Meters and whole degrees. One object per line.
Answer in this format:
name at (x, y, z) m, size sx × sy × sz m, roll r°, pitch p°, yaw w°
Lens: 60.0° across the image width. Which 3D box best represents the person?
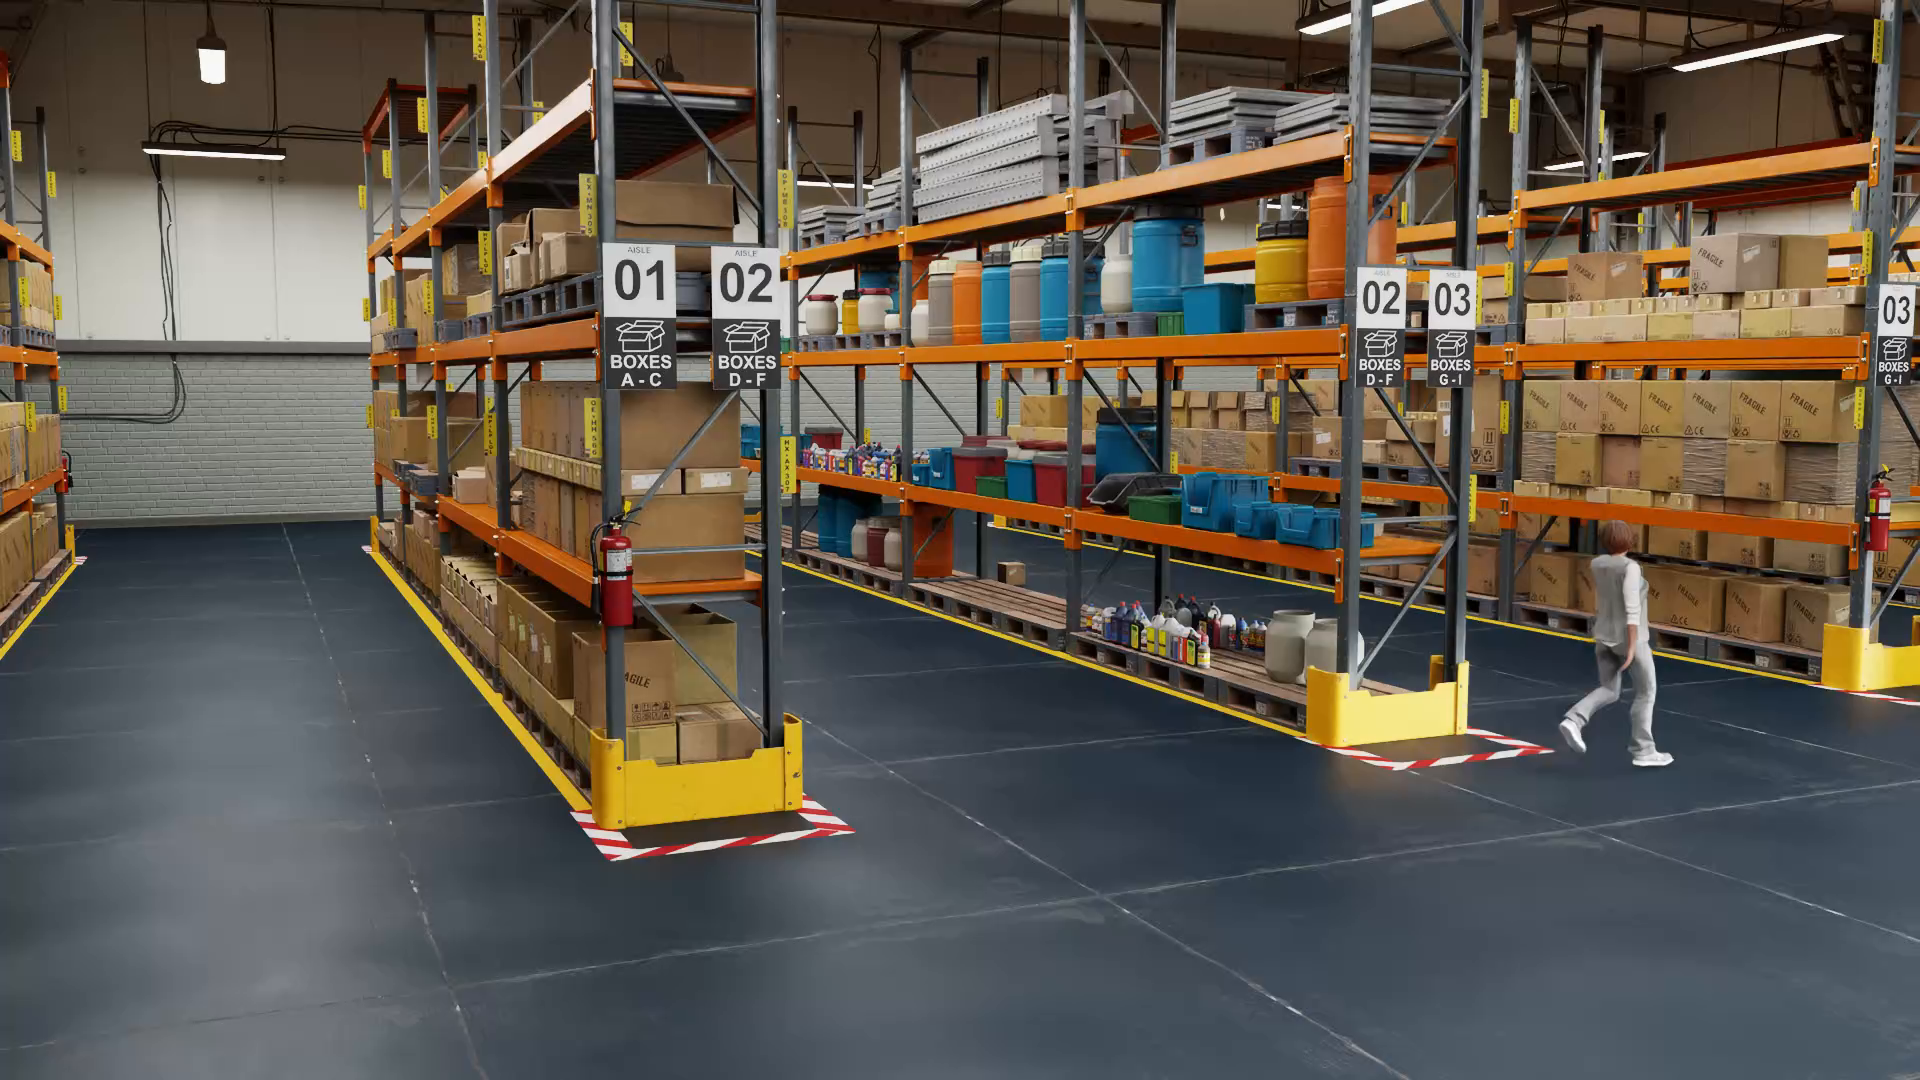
person at (4.154, 0.657, 10.562) m, size 0.724 × 1.548 × 0.434 m, roll -2°, pitch 6°, yaw -22°
